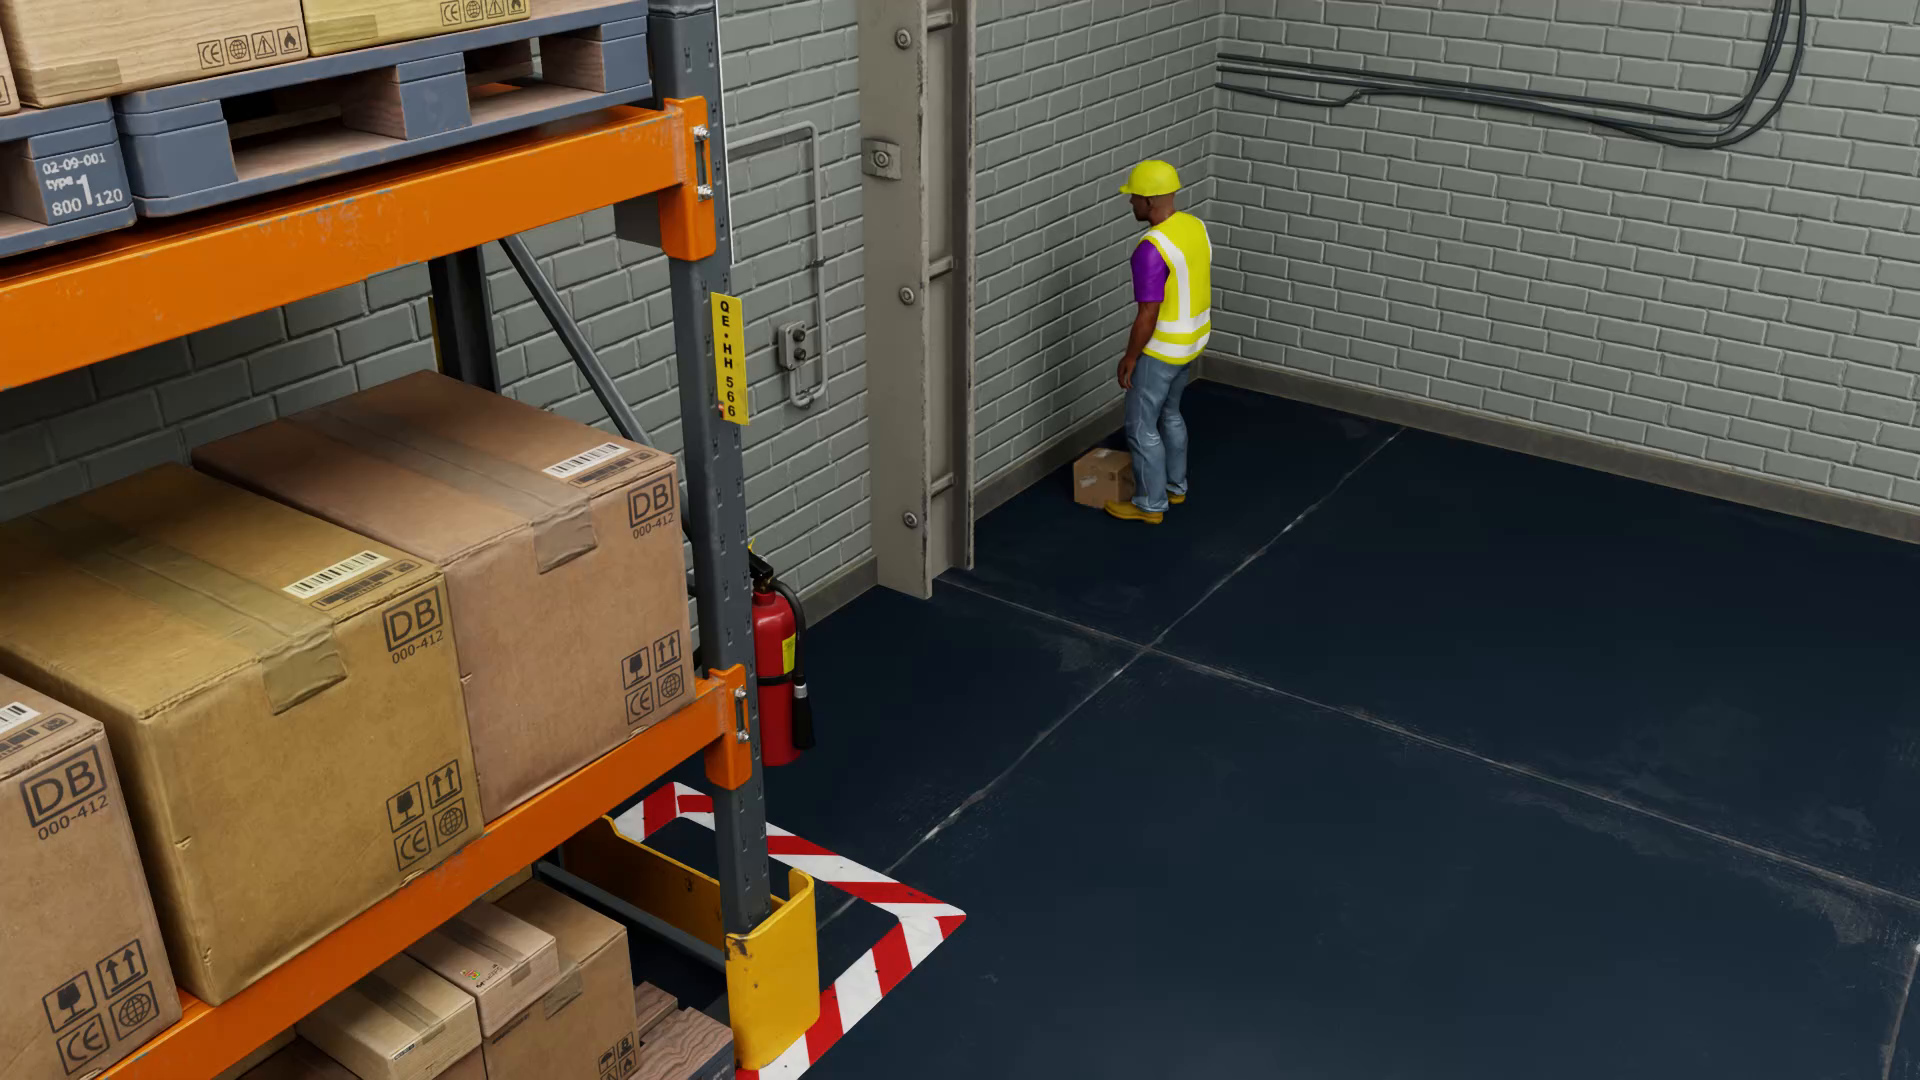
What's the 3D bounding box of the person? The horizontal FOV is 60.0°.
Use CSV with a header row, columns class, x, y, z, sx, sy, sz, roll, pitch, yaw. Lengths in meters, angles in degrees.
class,x,y,z,sx,sy,sz,roll,pitch,yaw
person,0.949,-0.937,7.952,0.452,1.761,0.609,16,31,29
